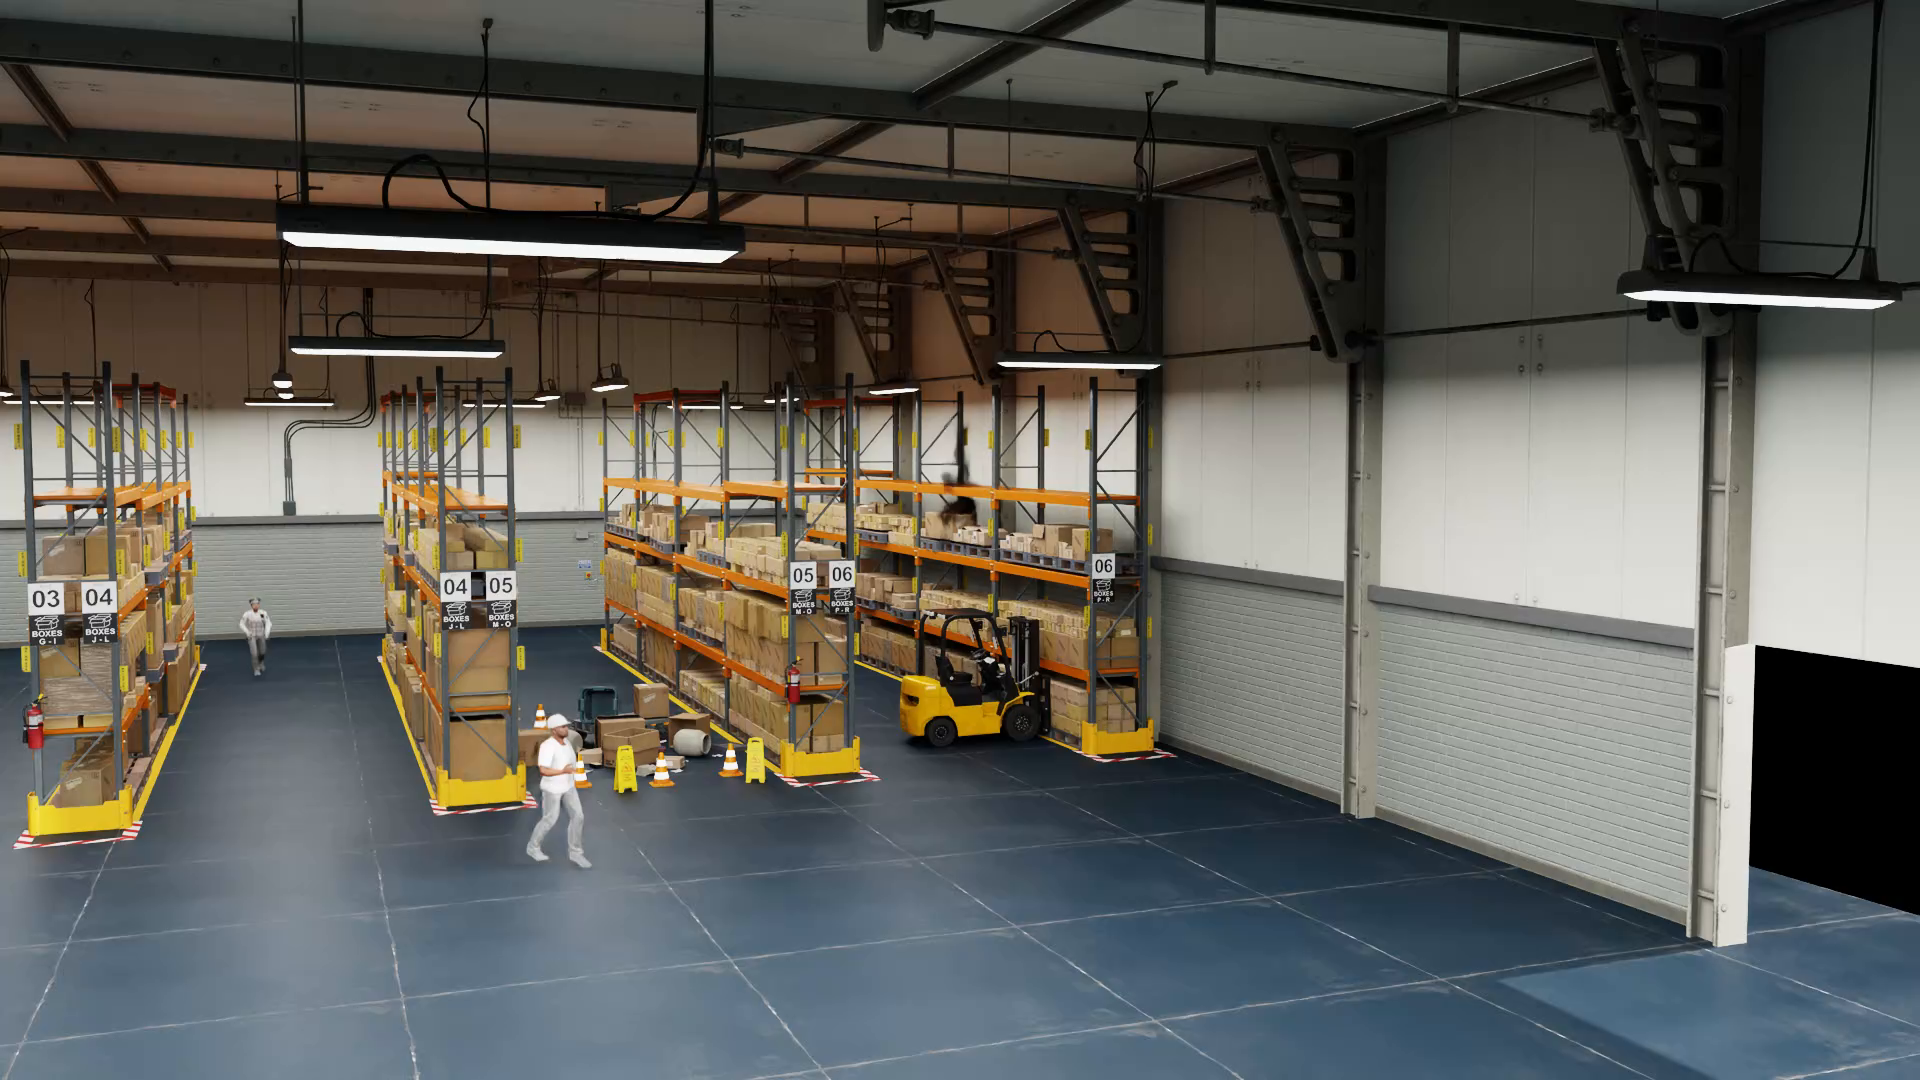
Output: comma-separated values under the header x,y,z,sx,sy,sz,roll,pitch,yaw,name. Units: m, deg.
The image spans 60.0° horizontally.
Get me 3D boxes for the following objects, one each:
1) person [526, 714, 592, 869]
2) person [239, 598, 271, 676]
x,y,z,sx,sy,sz,roll,pitch,yaw,name
-4.730,2.942,19.446,0.802,1.820,0.685,1,4,23,person
-15.004,2.050,35.416,0.632,1.662,0.551,-2,4,-29,person
